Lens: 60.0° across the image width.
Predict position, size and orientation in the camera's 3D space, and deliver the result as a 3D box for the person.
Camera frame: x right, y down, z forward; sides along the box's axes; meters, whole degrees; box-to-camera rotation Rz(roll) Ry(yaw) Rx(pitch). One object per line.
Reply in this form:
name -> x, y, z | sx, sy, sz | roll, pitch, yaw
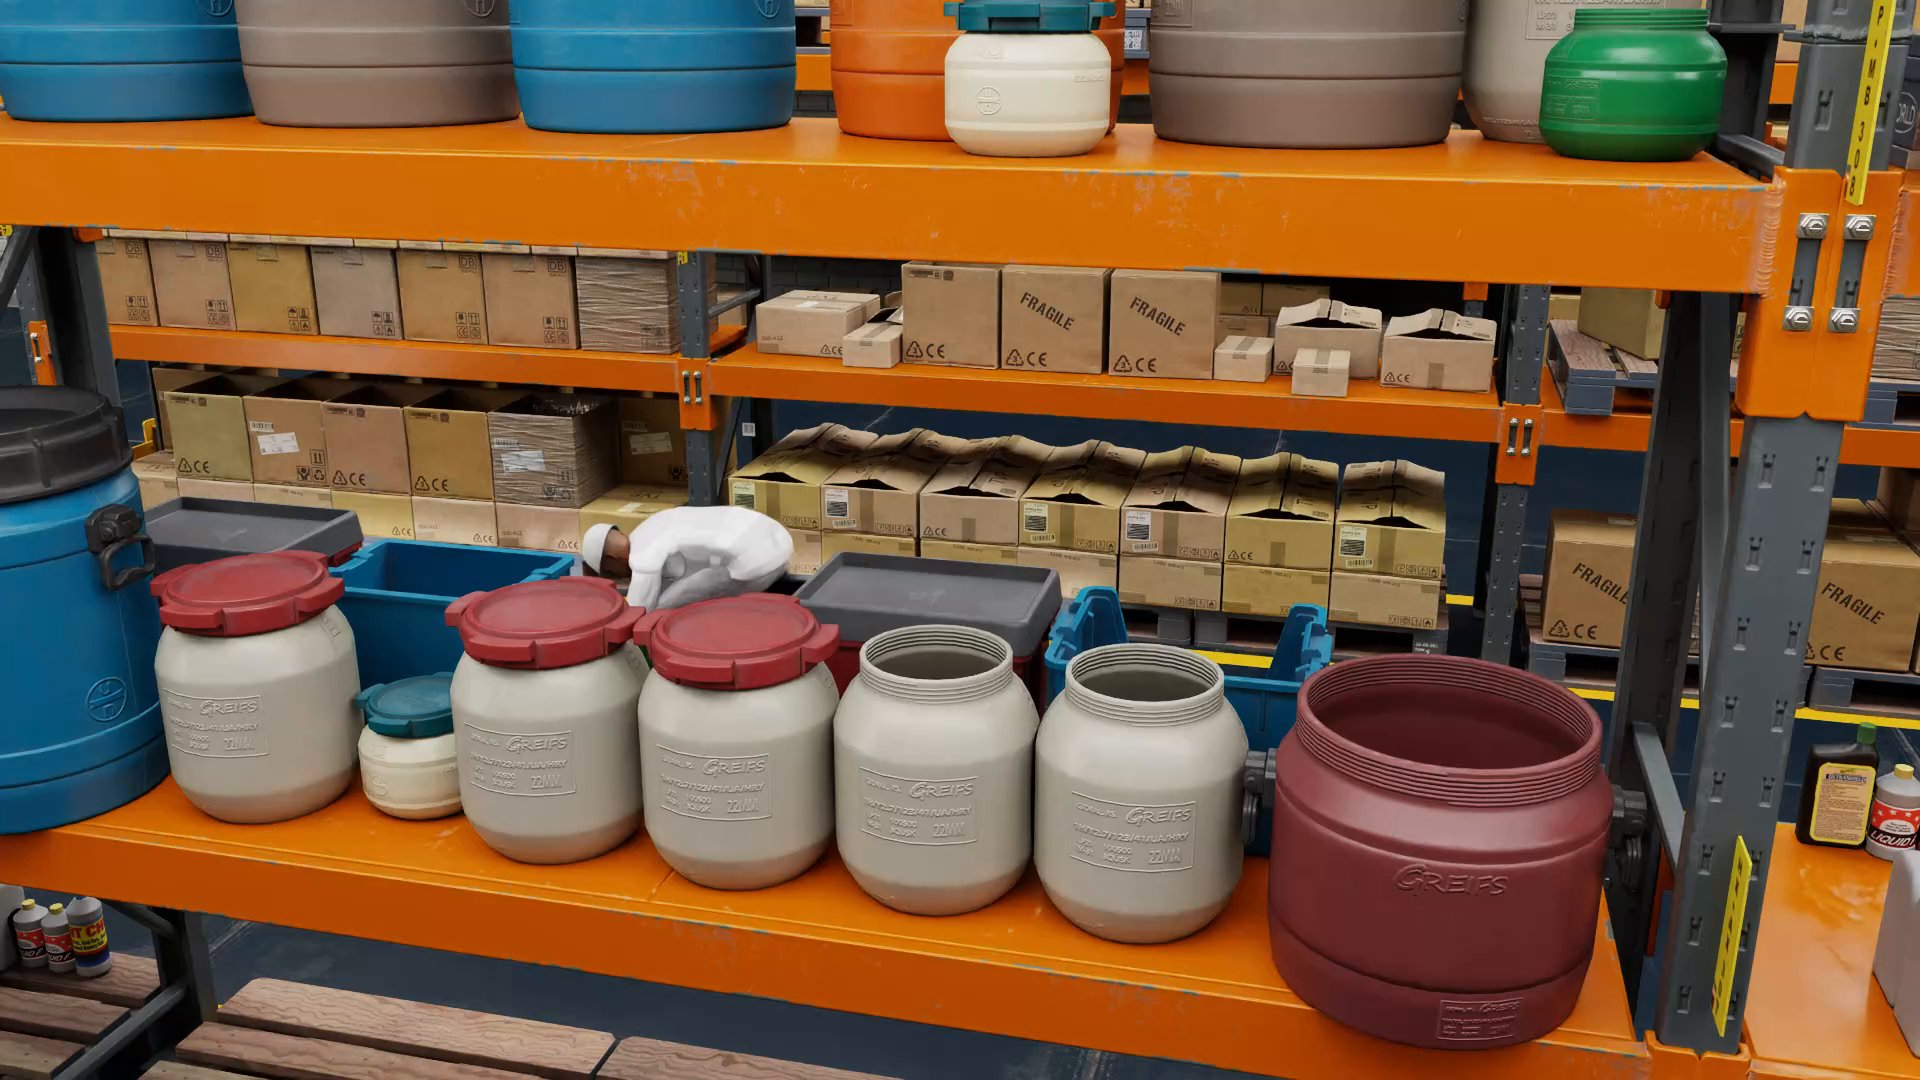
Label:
person -> -1.257, 0.275, 7.666 | 0.979, 0.874, 0.515 | 4, 19, 12
